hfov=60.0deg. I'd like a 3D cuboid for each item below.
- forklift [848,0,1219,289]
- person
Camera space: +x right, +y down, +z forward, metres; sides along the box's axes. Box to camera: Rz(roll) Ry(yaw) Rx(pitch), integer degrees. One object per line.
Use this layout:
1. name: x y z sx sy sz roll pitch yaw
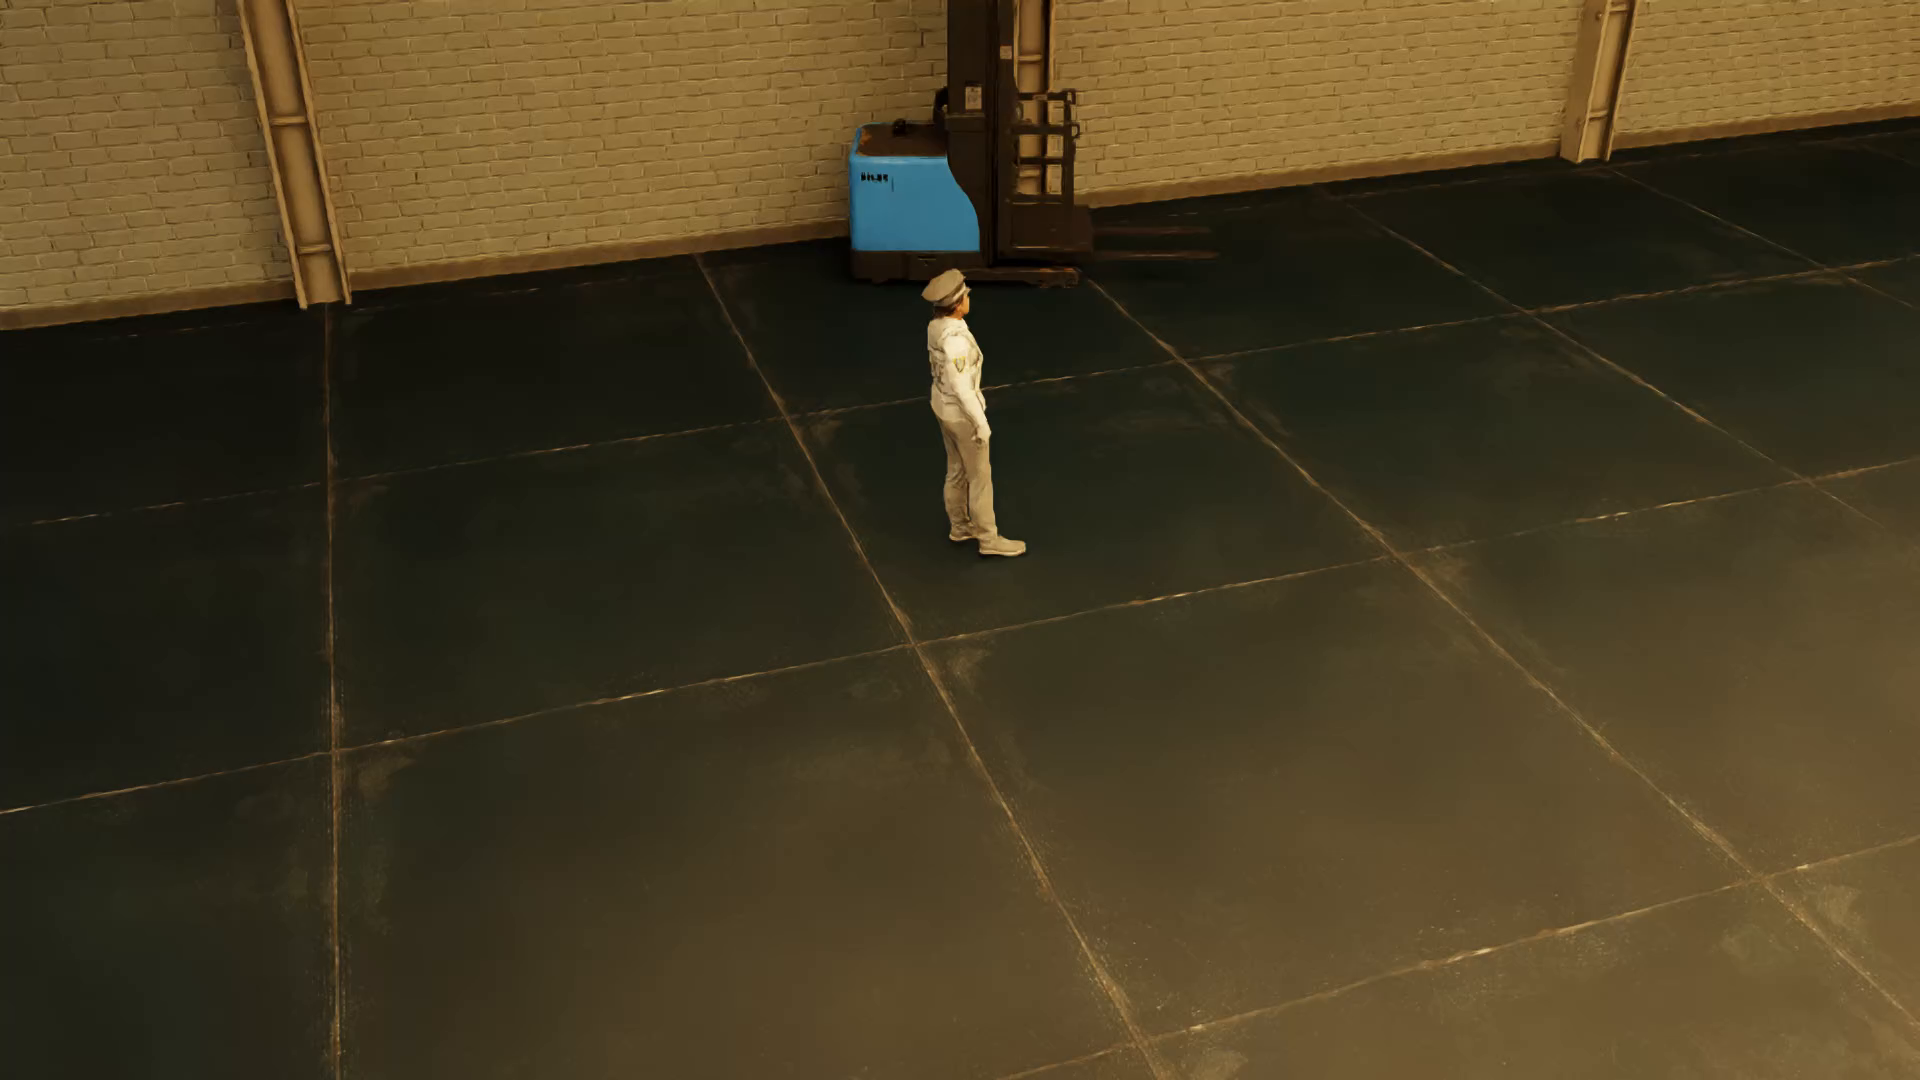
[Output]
1. forklift: 0.621 -3.591 13.329 3.031 2.935 1.130 1 30 1
2. person: 0.067 -0.748 9.613 0.533 1.695 0.586 -10 31 -16
